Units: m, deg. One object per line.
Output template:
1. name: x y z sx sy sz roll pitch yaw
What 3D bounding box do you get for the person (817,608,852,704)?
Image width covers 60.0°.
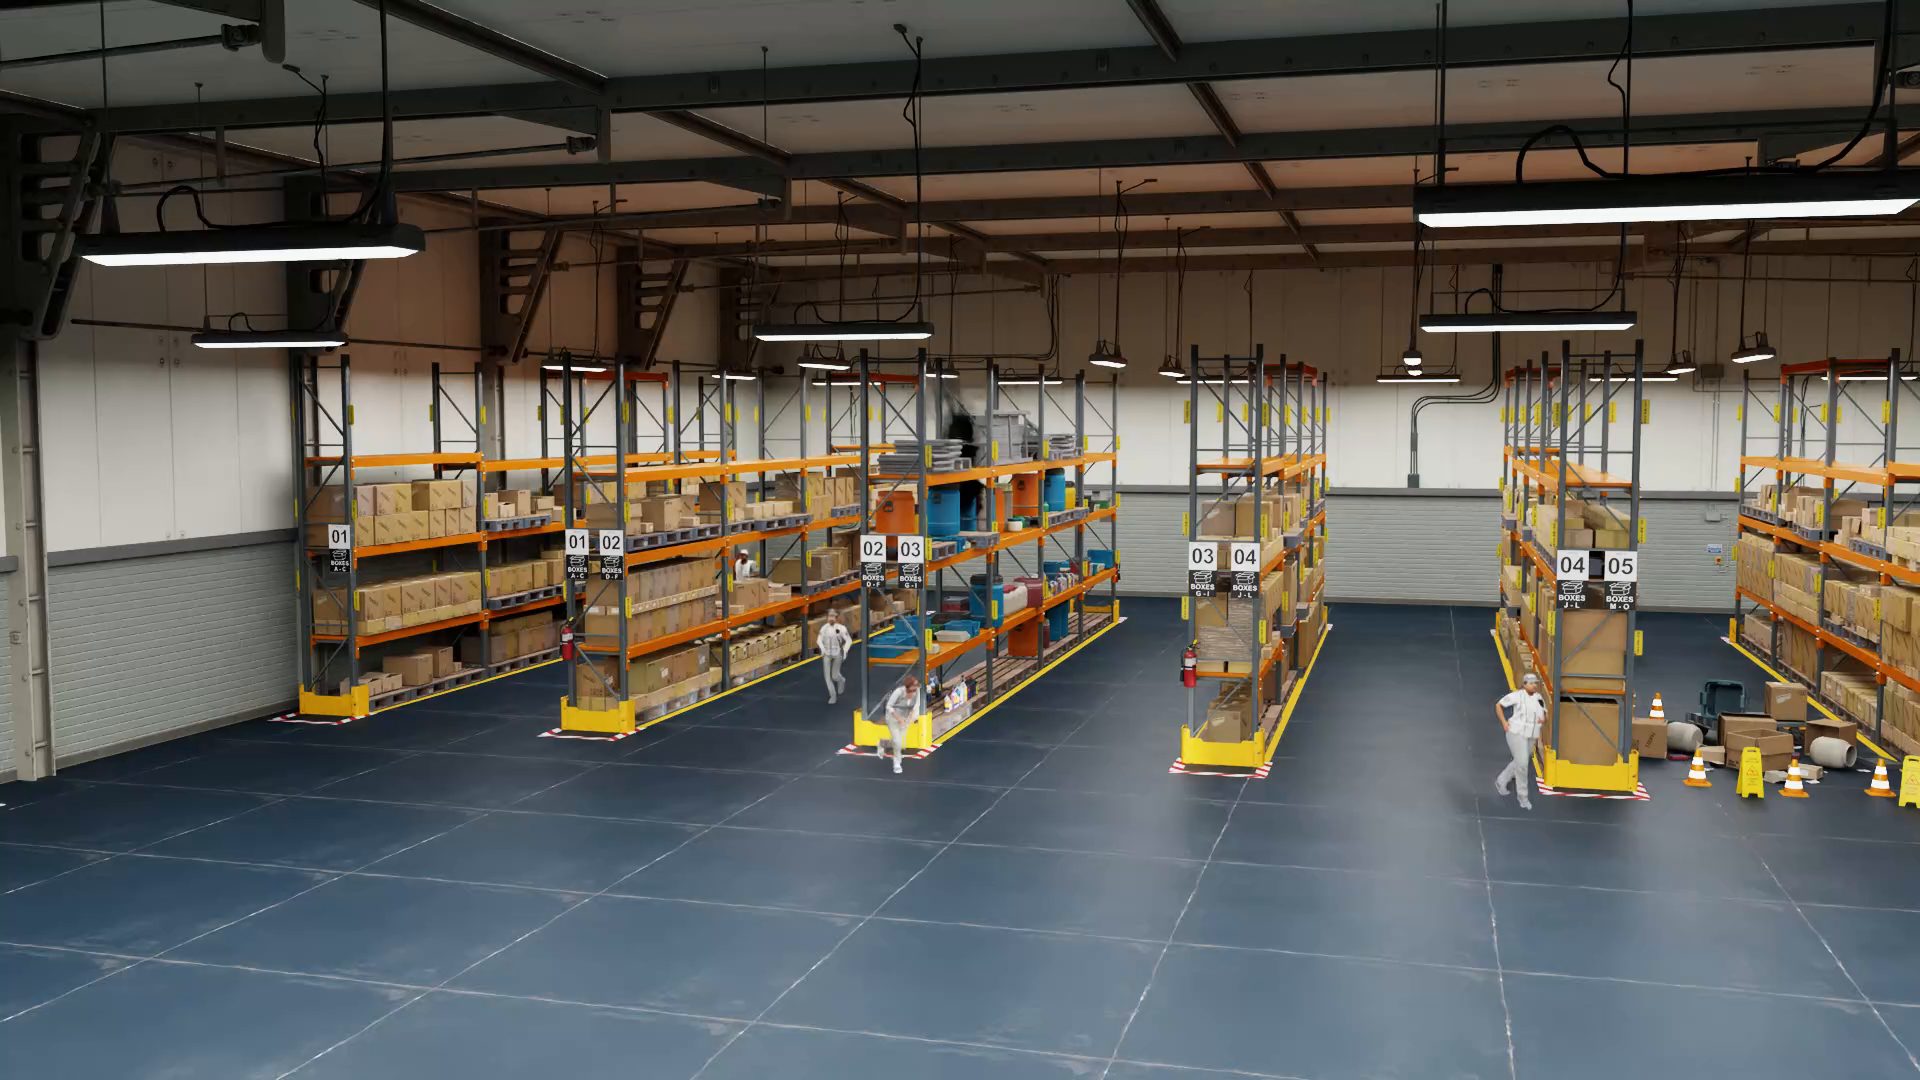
1. person: -2.214 2.012 29.016 0.616 1.660 0.539 1 4 11

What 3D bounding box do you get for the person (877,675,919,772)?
1. person: -0.860 2.560 23.410 0.552 1.405 0.876 -3 6 -39

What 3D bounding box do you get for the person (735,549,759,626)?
1. person: -5.136 1.133 40.000 0.647 1.834 1.064 1 4 7

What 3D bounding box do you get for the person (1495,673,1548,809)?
1. person: 7.312 2.571 21.582 0.686 1.692 0.799 -2 5 -26
